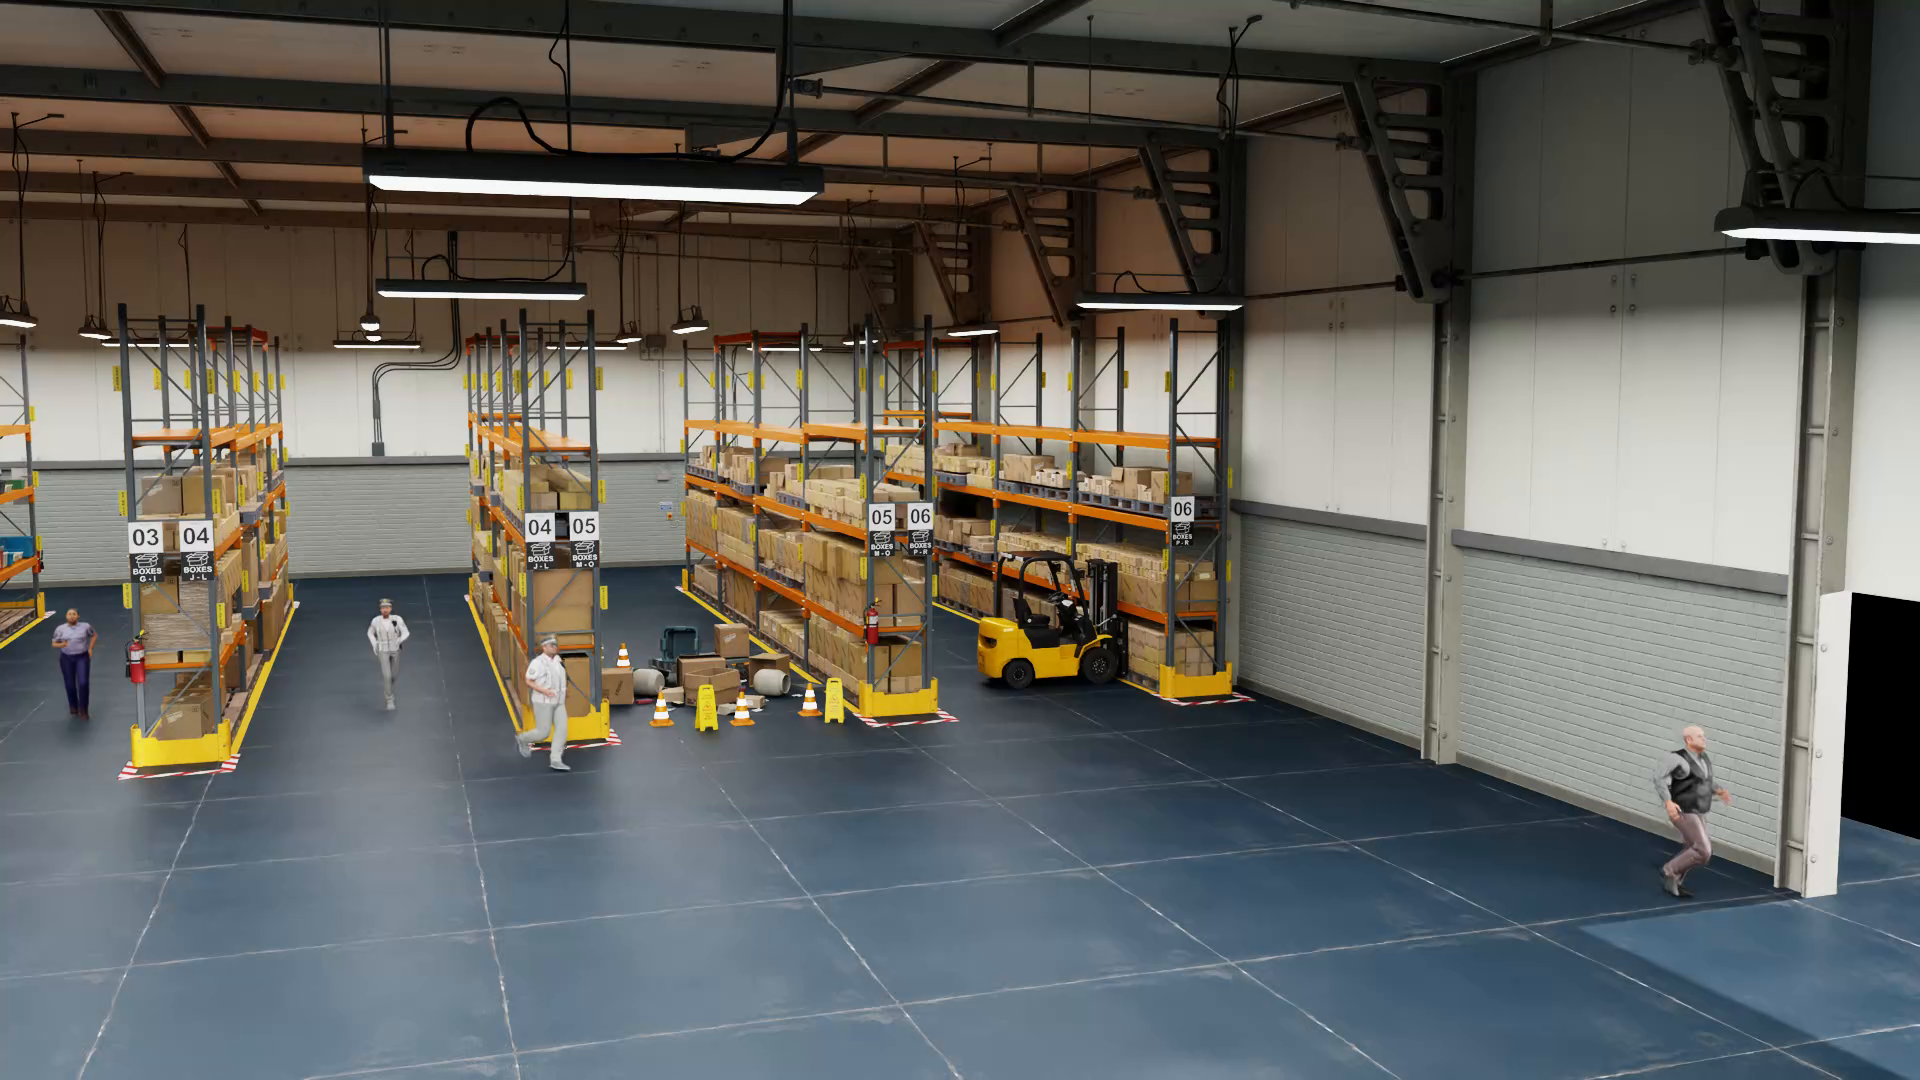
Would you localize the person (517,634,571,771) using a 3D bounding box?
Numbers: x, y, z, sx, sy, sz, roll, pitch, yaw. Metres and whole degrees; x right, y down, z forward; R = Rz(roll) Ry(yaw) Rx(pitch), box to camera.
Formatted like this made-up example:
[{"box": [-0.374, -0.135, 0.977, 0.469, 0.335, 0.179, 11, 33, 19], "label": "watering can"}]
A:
[{"box": [-5.362, 2.093, 21.645, 0.861, 1.768, 0.671, 3, 6, 32], "label": "person"}]

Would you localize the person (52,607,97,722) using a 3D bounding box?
[{"box": [-13.151, 1.852, 24.716, 0.585, 1.688, 0.708, -2, 6, -23], "label": "person"}]

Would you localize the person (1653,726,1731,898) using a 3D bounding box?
[{"box": [7.096, 2.635, 16.068, 0.667, 1.688, 0.601, -4, 7, -38], "label": "person"}]

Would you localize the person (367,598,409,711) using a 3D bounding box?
[{"box": [-8.826, 1.734, 25.713, 0.608, 1.703, 0.816, -2, 6, -23], "label": "person"}]
